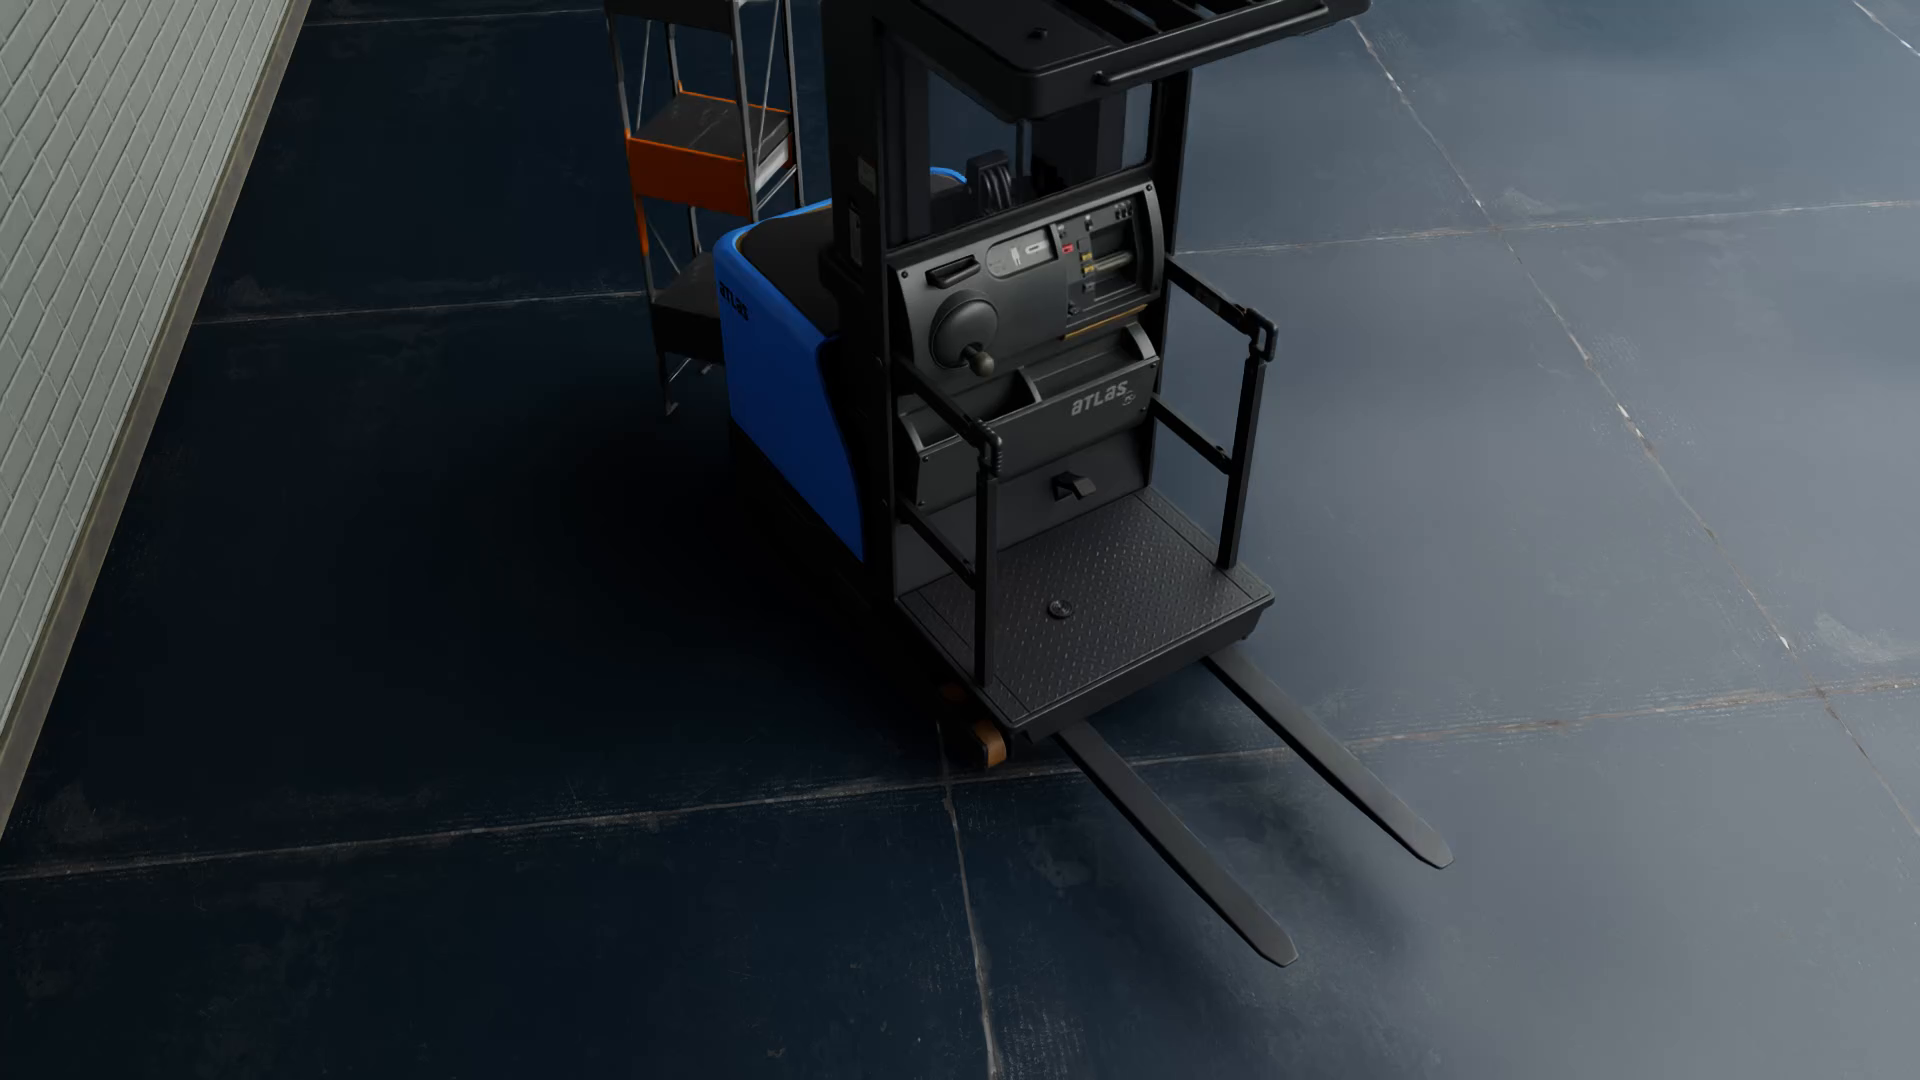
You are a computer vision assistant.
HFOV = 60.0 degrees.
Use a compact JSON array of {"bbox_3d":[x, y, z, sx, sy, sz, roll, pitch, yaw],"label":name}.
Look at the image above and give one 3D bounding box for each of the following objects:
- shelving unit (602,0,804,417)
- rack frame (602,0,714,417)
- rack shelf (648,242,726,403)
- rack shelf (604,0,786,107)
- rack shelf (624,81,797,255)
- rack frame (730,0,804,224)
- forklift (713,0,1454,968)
[{"bbox_3d":[-0.903,-1.349,6.178,0.503,2.100,0.431,15,44,16],"label":"shelving unit"},{"bbox_3d":[-1.130,-1.409,6.245,0.015,2.100,0.400,15,44,16],"label":"rack frame"},{"bbox_3d":[-0.903,-0.819,6.656,0.480,0.518,0.431,15,44,16],"label":"rack shelf"},{"bbox_3d":[-0.903,-1.859,5.718,0.480,0.518,0.431,15,44,16],"label":"rack shelf"},{"bbox_3d":[-0.903,-1.339,6.187,0.480,0.518,0.431,15,44,16],"label":"rack shelf"},{"bbox_3d":[-0.676,-1.289,6.112,0.015,2.100,0.400,15,44,16],"label":"rack frame"},{"bbox_3d":[0.342,-0.709,4.848,1.130,2.935,3.031,-24,47,-24],"label":"forklift"}]
